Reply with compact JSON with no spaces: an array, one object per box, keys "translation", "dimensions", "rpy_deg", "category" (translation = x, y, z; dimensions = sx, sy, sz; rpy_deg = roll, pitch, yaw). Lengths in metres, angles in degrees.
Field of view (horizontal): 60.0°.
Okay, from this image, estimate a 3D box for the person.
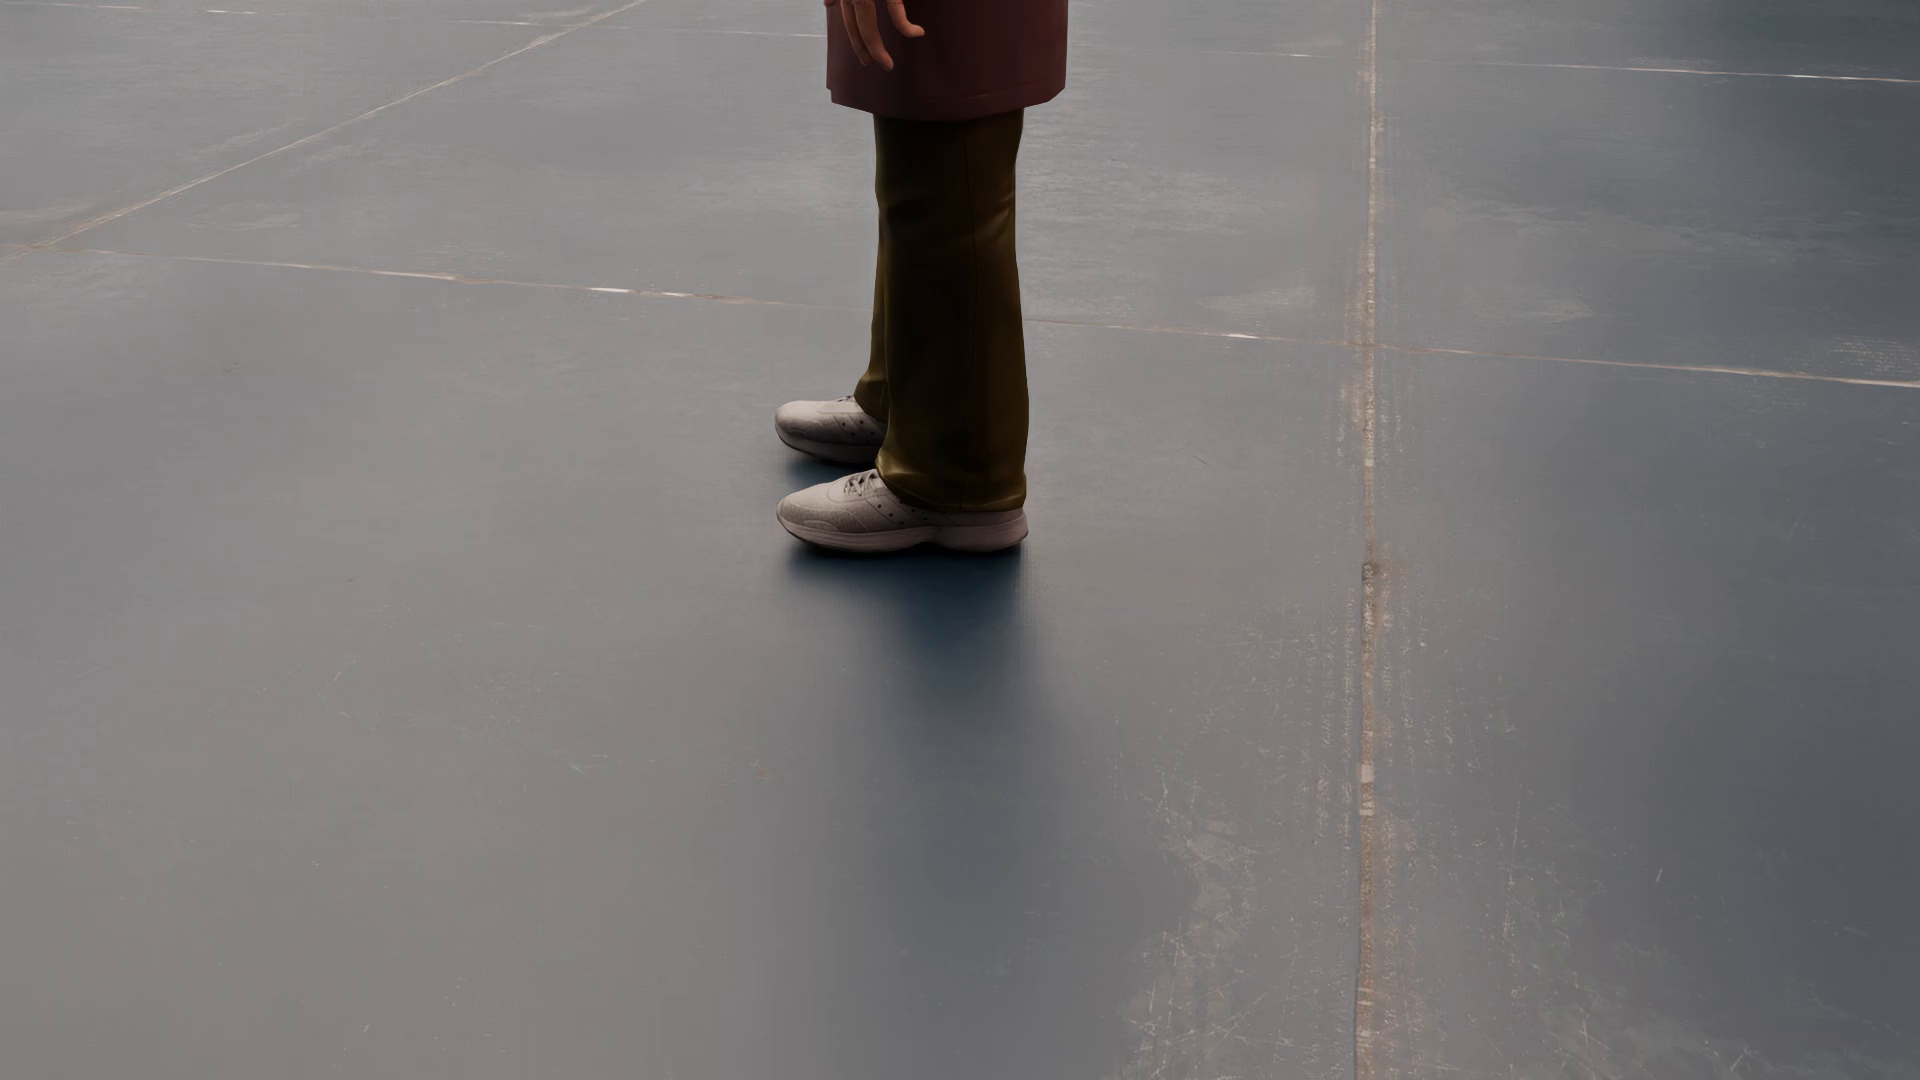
[{"translation":[-0.089,-0.811,2.118],"dimensions":[0.579,1.778,0.696],"rpy_deg":[6,27,11],"category":"person"}]
